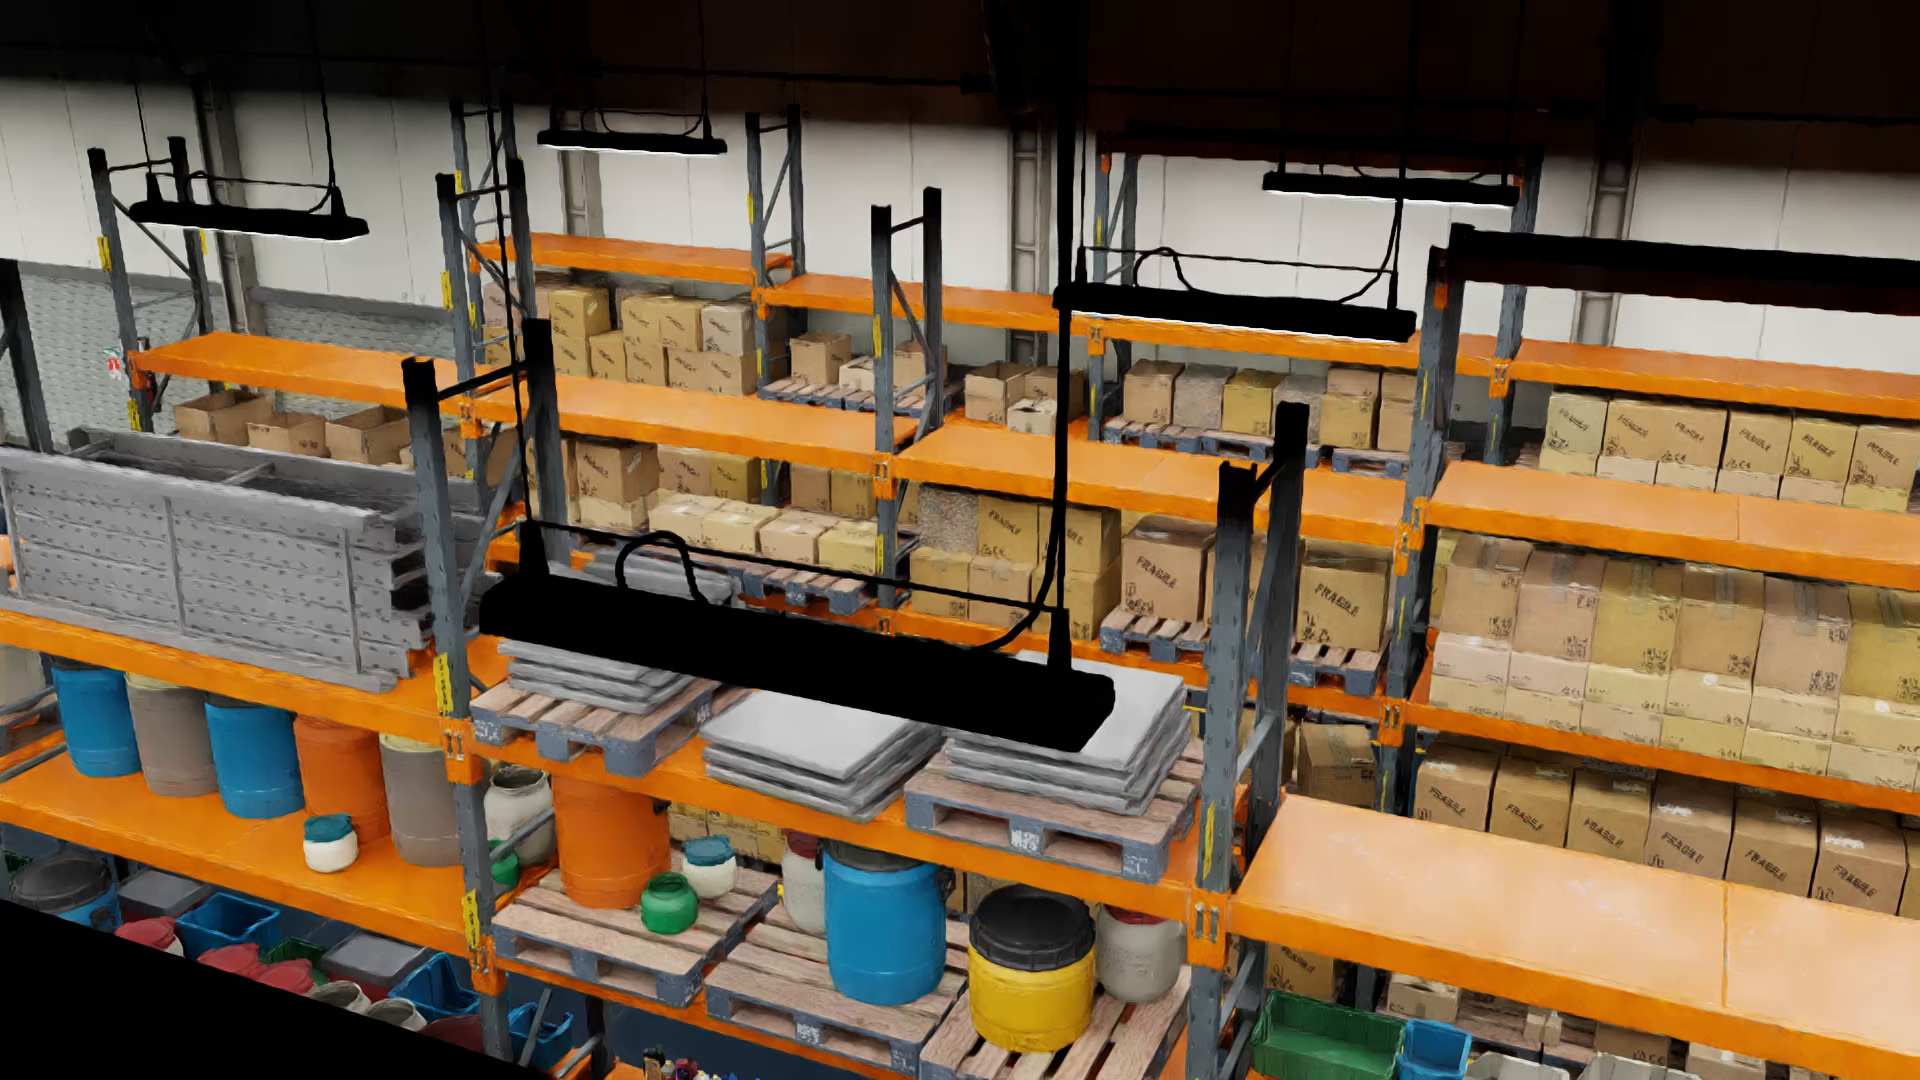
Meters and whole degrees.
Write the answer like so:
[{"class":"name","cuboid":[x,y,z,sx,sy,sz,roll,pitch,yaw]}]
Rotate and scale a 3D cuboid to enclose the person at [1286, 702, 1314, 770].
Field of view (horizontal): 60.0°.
[{"class":"person","cuboid":[3.042,2.144,14.703,0.507,1.619,0.598,8,22,20]}]
